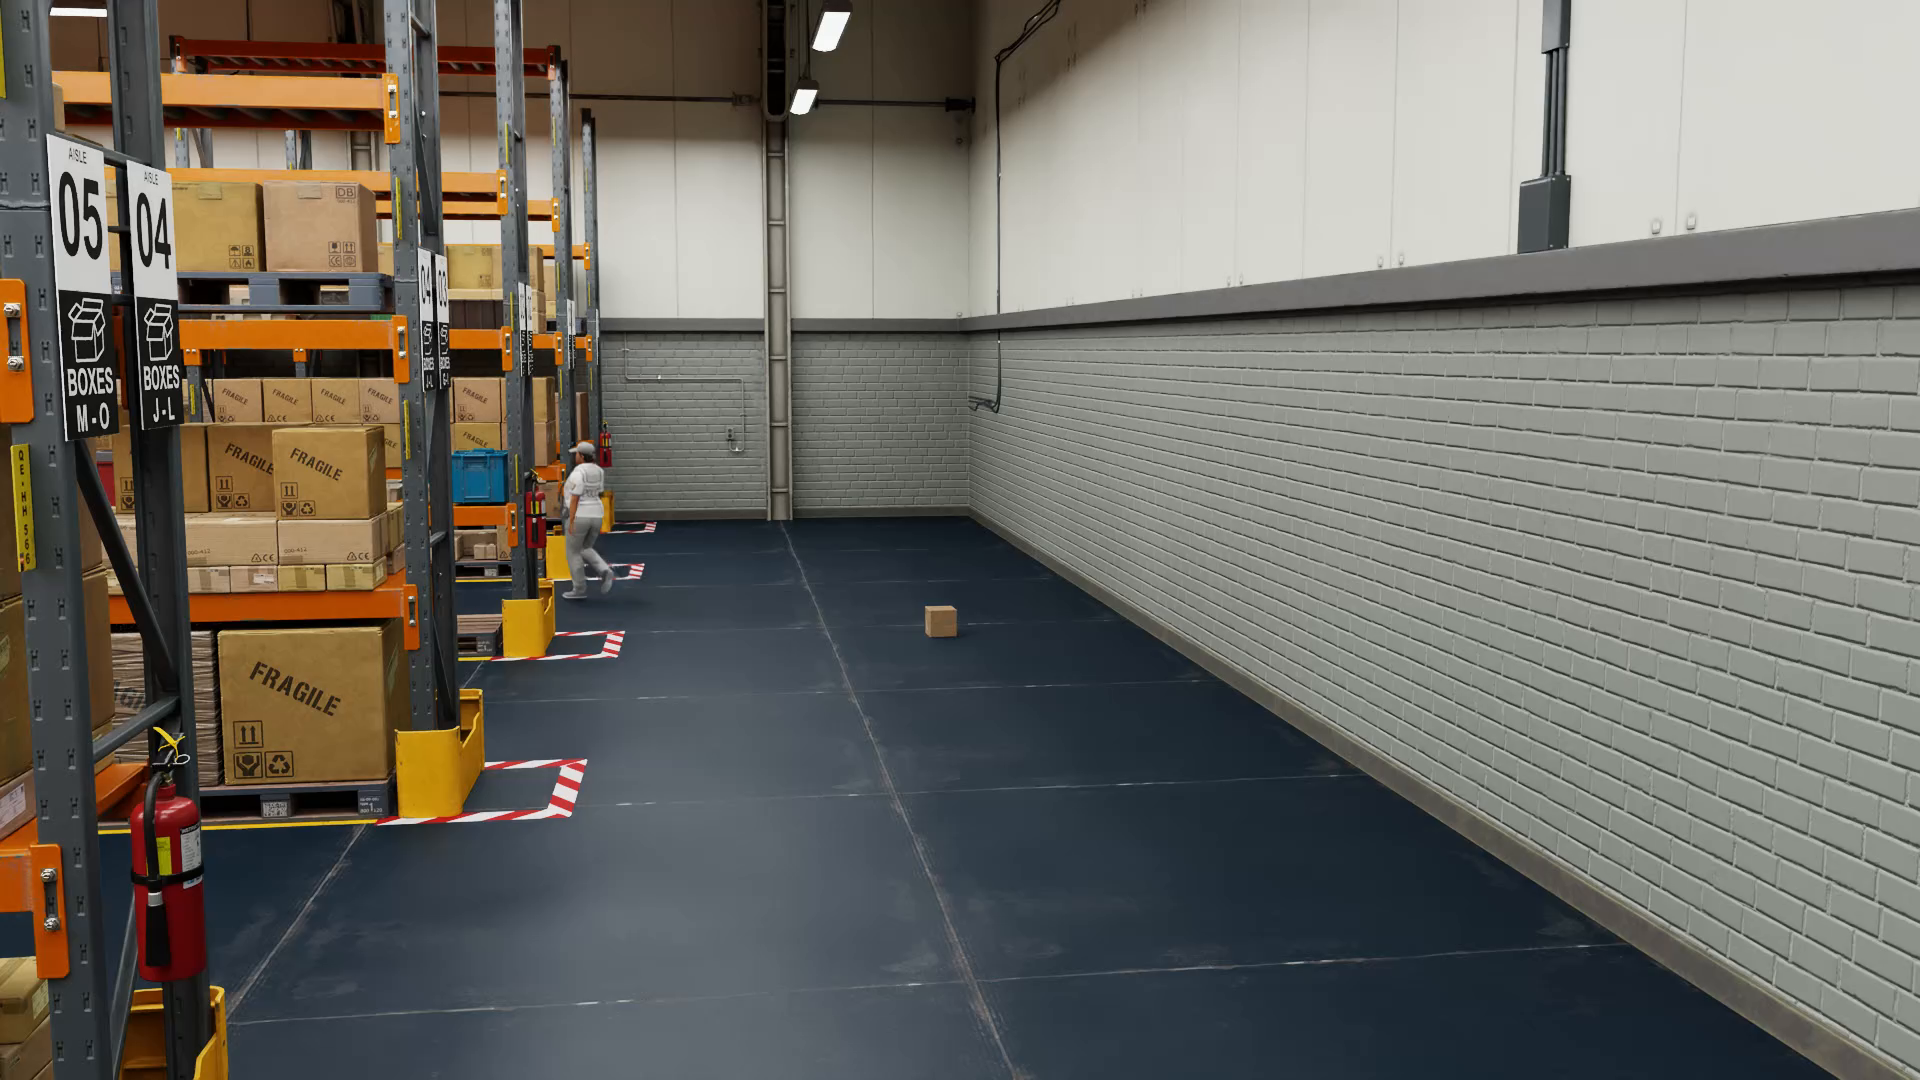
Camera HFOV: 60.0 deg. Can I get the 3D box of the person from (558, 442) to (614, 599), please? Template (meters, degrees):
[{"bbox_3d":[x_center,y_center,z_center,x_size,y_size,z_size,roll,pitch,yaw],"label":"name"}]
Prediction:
[{"bbox_3d":[-3.924,-0.205,17.423,0.513,1.650,0.487,4,8,29],"label":"person"}]
